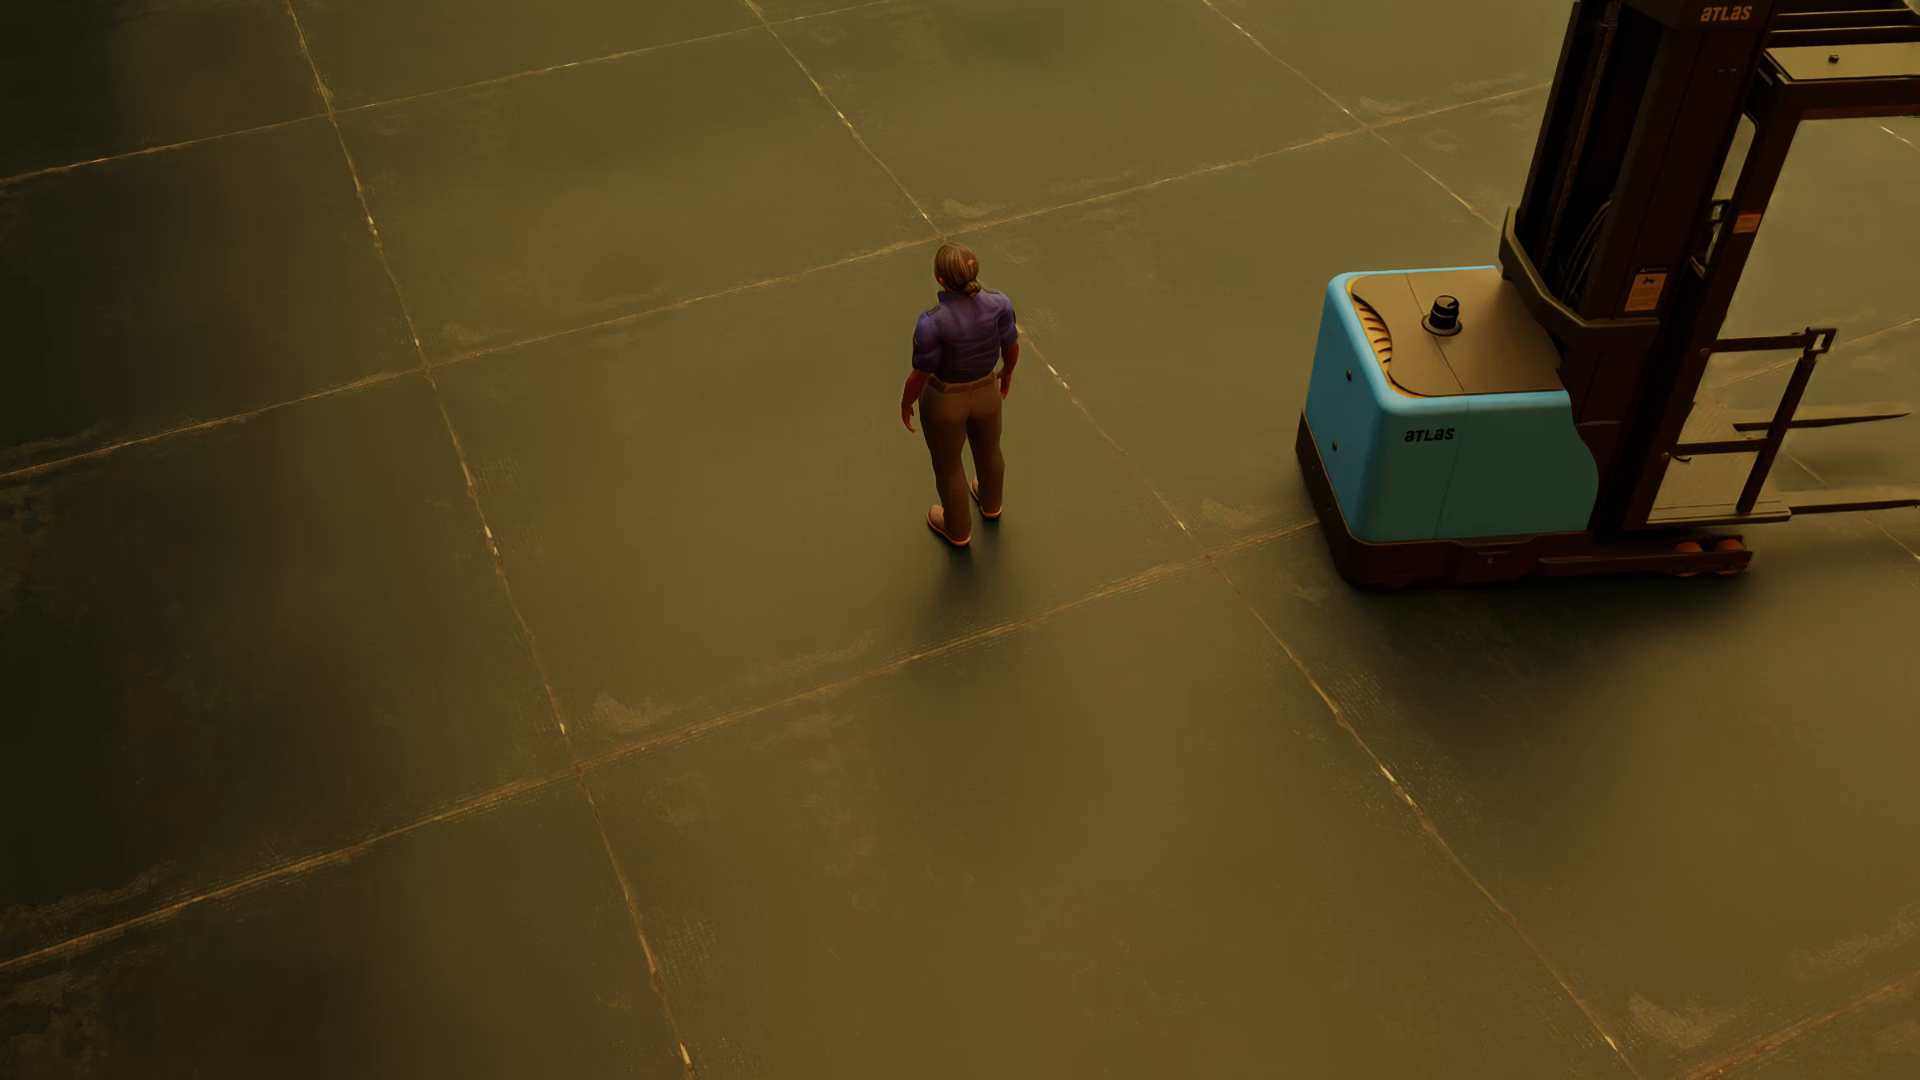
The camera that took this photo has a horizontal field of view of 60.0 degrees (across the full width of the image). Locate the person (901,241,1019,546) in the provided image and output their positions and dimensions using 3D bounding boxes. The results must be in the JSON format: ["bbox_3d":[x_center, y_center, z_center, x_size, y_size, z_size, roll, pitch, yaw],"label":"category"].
[{"bbox_3d":[-0.019,-0.666,7.327,0.569,1.643,0.504,-18,46,-18],"label":"person"}]

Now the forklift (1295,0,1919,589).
[{"bbox_3d":[3.199,-1.261,7.031,3.031,2.935,1.130,-3,43,-4],"label":"forklift"}]
